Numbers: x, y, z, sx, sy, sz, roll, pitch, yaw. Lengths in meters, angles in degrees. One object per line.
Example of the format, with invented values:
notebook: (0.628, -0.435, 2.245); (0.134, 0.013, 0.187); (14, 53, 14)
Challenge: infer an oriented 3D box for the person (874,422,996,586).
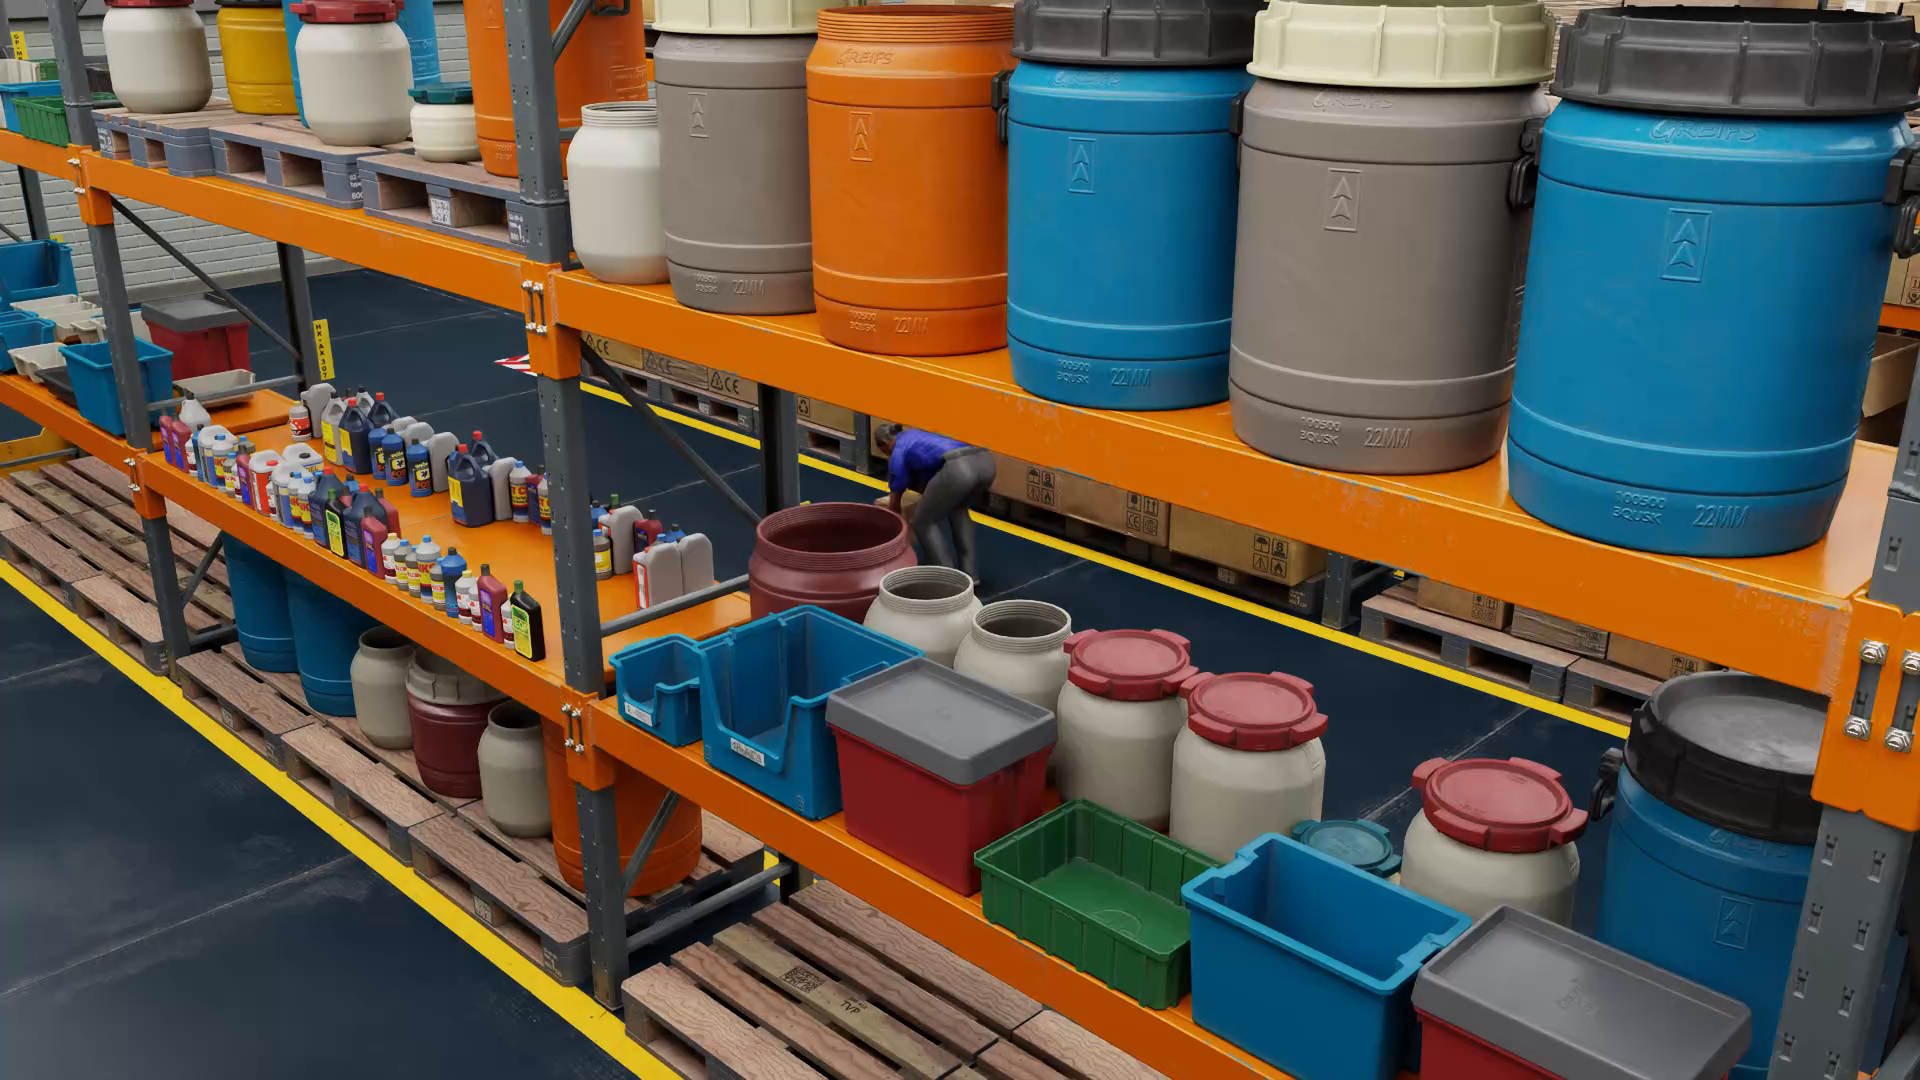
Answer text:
person: (-0.185, -0.208, 10.083); (0.878, 0.991, 0.432); (18, 27, 39)
